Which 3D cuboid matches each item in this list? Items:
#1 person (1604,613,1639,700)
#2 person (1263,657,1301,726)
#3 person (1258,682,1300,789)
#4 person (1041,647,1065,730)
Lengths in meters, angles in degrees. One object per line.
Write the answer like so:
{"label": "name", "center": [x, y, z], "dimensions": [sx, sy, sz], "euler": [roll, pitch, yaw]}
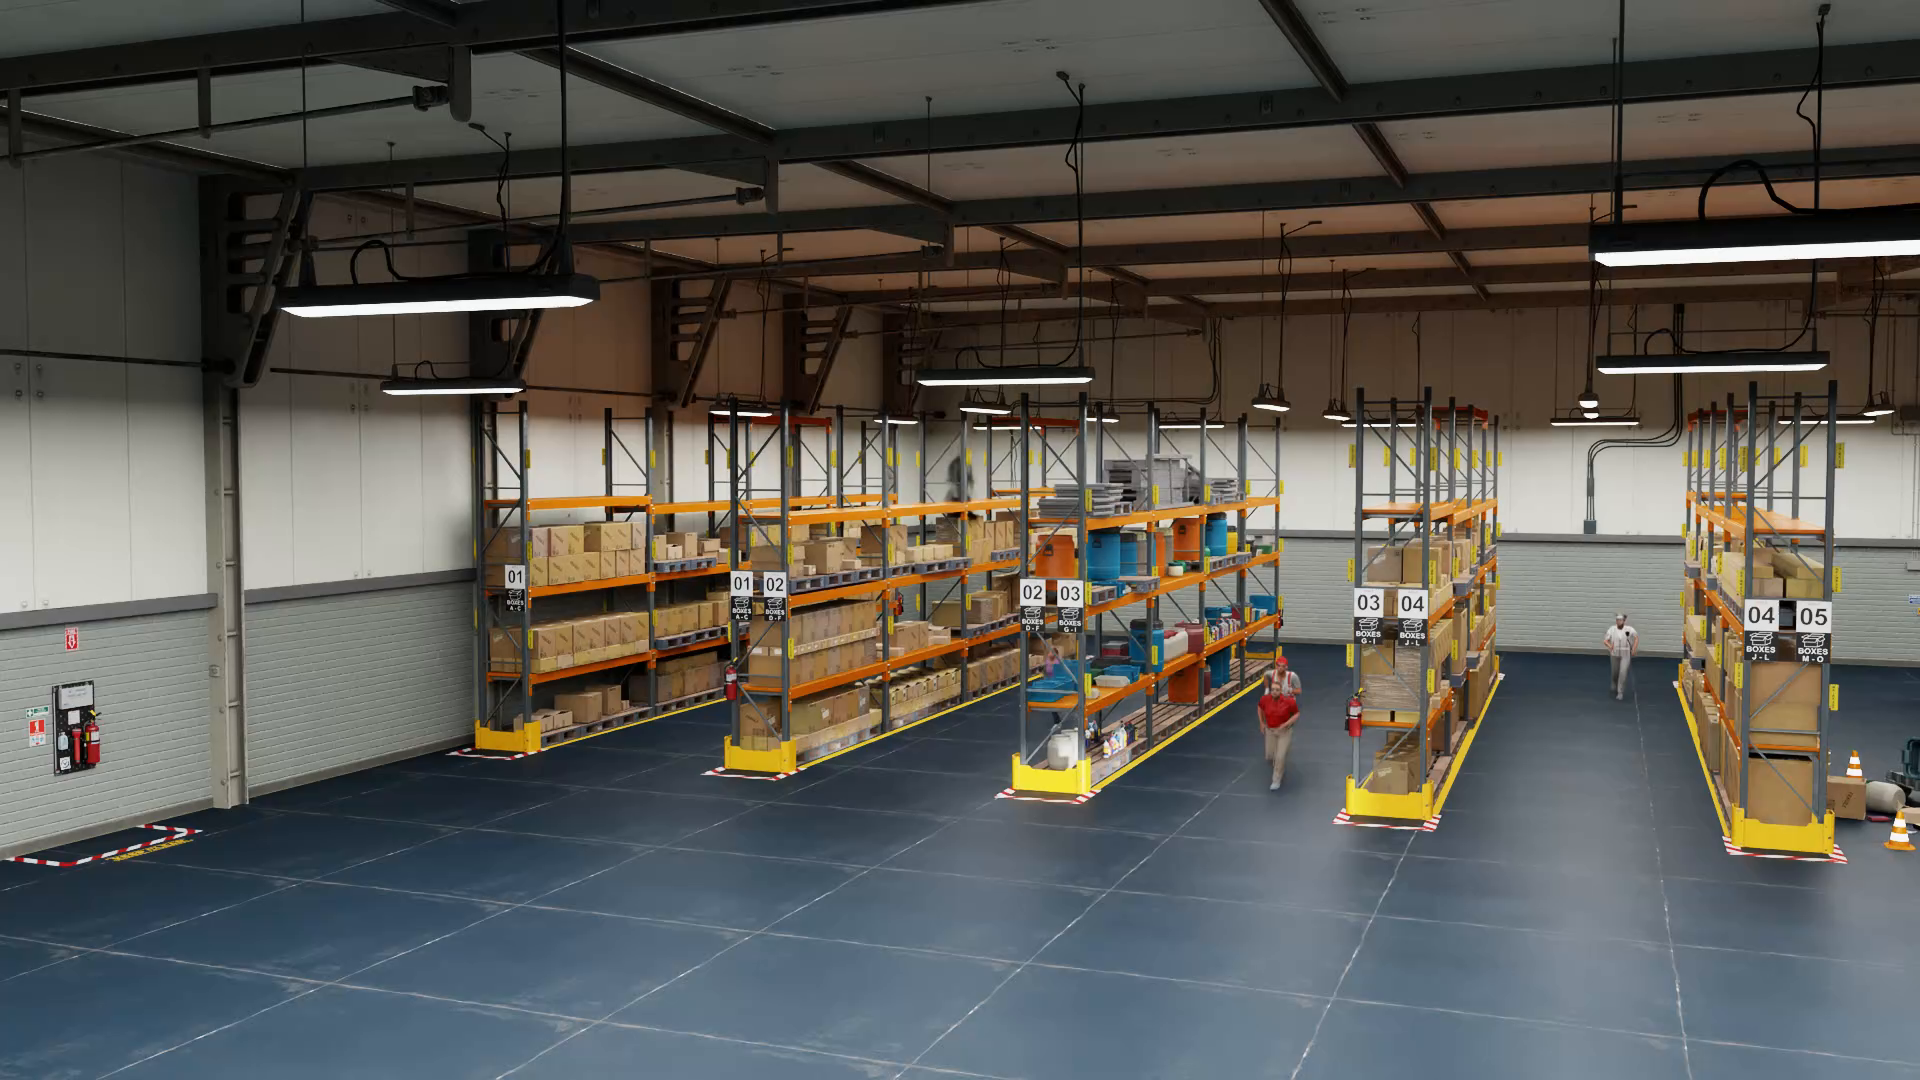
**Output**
{"label": "person", "center": [13.921, 2.423, 35.009], "dimensions": [0.672, 1.796, 0.932], "euler": [1, 3, 28]}
{"label": "person", "center": [5.360, 2.773, 27.700], "dimensions": [0.642, 1.700, 0.884], "euler": [1, 3, 14]}
{"label": "person", "center": [4.857, 2.963, 25.364], "dimensions": [0.656, 1.663, 0.766], "euler": [1, 3, 19]}
{"label": "person", "center": [1.785, 2.747, 30.837], "dimensions": [0.577, 1.554, 0.646], "euler": [1, 3, 26]}
